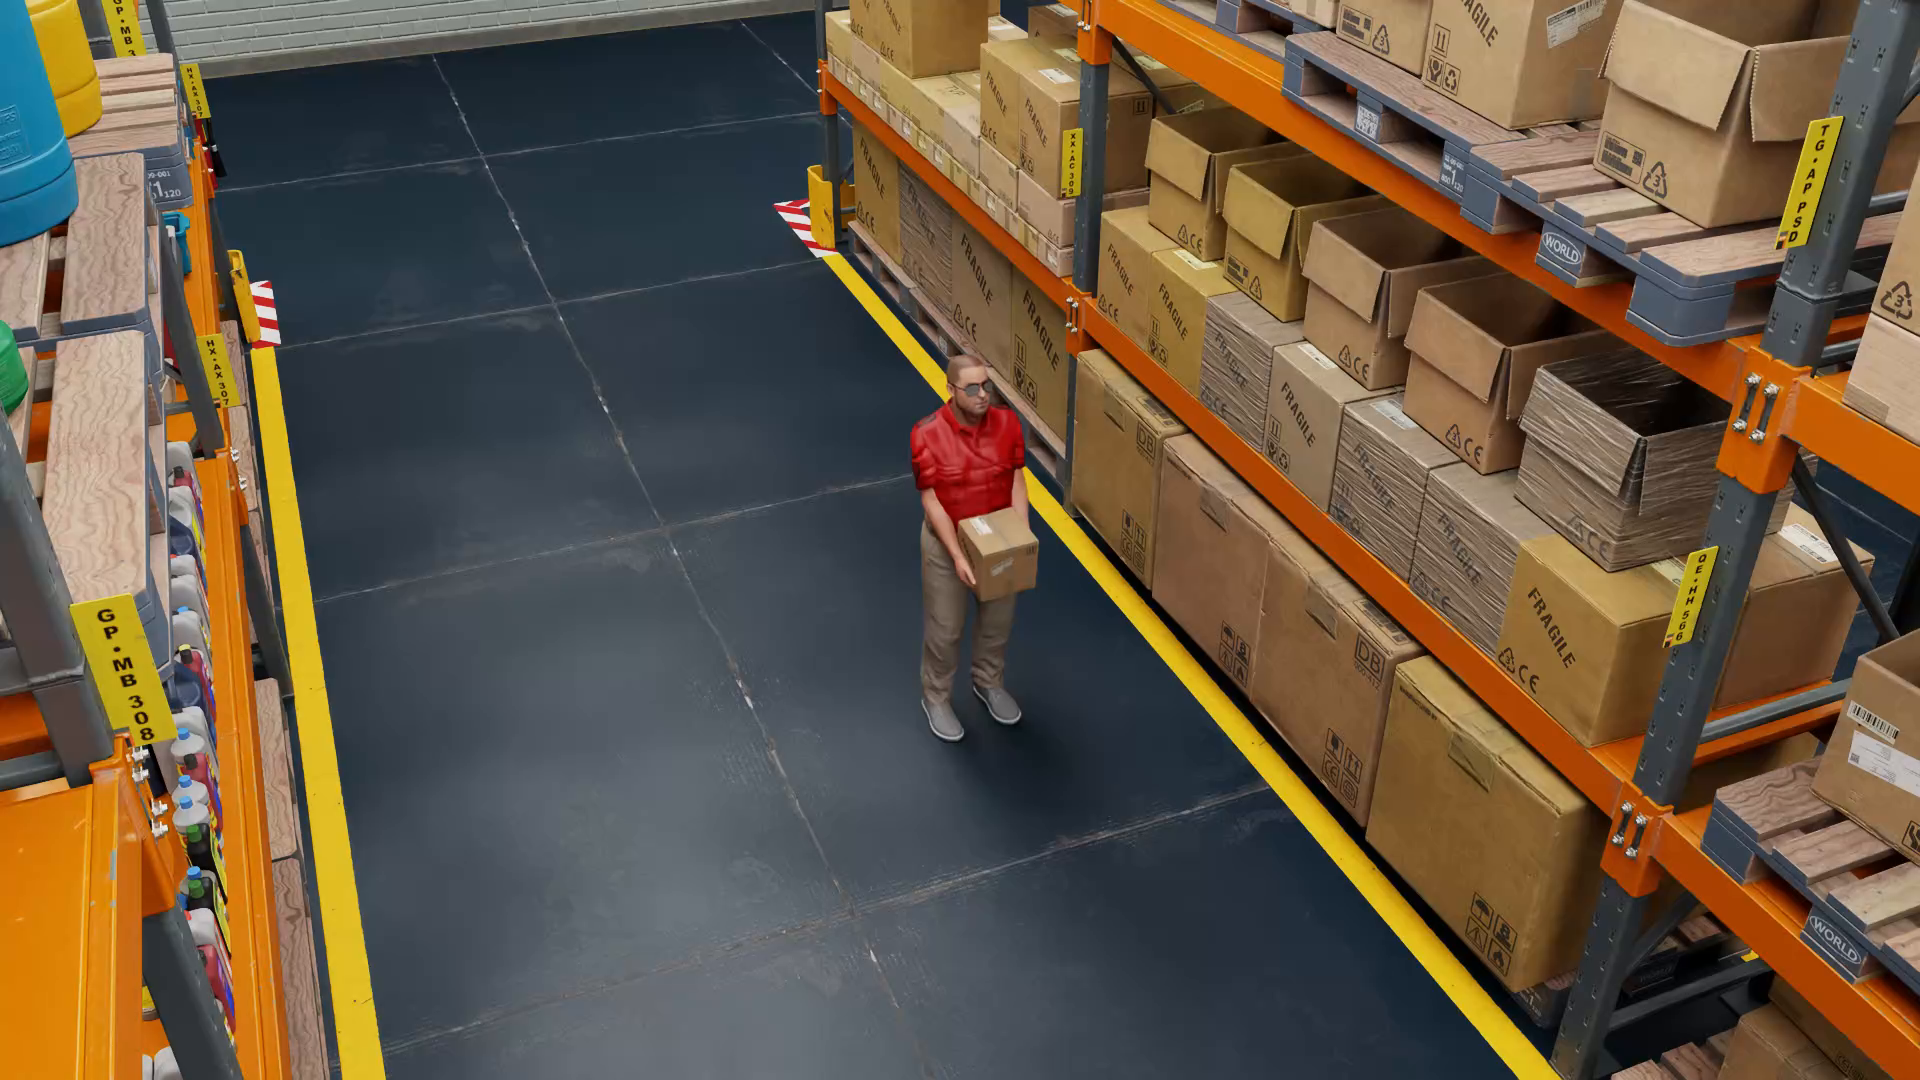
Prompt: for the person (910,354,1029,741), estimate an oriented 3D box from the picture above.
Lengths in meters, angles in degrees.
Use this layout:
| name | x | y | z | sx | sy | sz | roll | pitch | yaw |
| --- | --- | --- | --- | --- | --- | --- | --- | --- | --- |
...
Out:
| name | x | y | z | sx | sy | sz | roll | pitch | yaw |
| --- | --- | --- | --- | --- | --- | --- | --- | --- | --- |
| person | 0.086 | 0.063 | 7.059 | 0.503 | 1.725 | 0.529 | -14 | 36 | -21 |
